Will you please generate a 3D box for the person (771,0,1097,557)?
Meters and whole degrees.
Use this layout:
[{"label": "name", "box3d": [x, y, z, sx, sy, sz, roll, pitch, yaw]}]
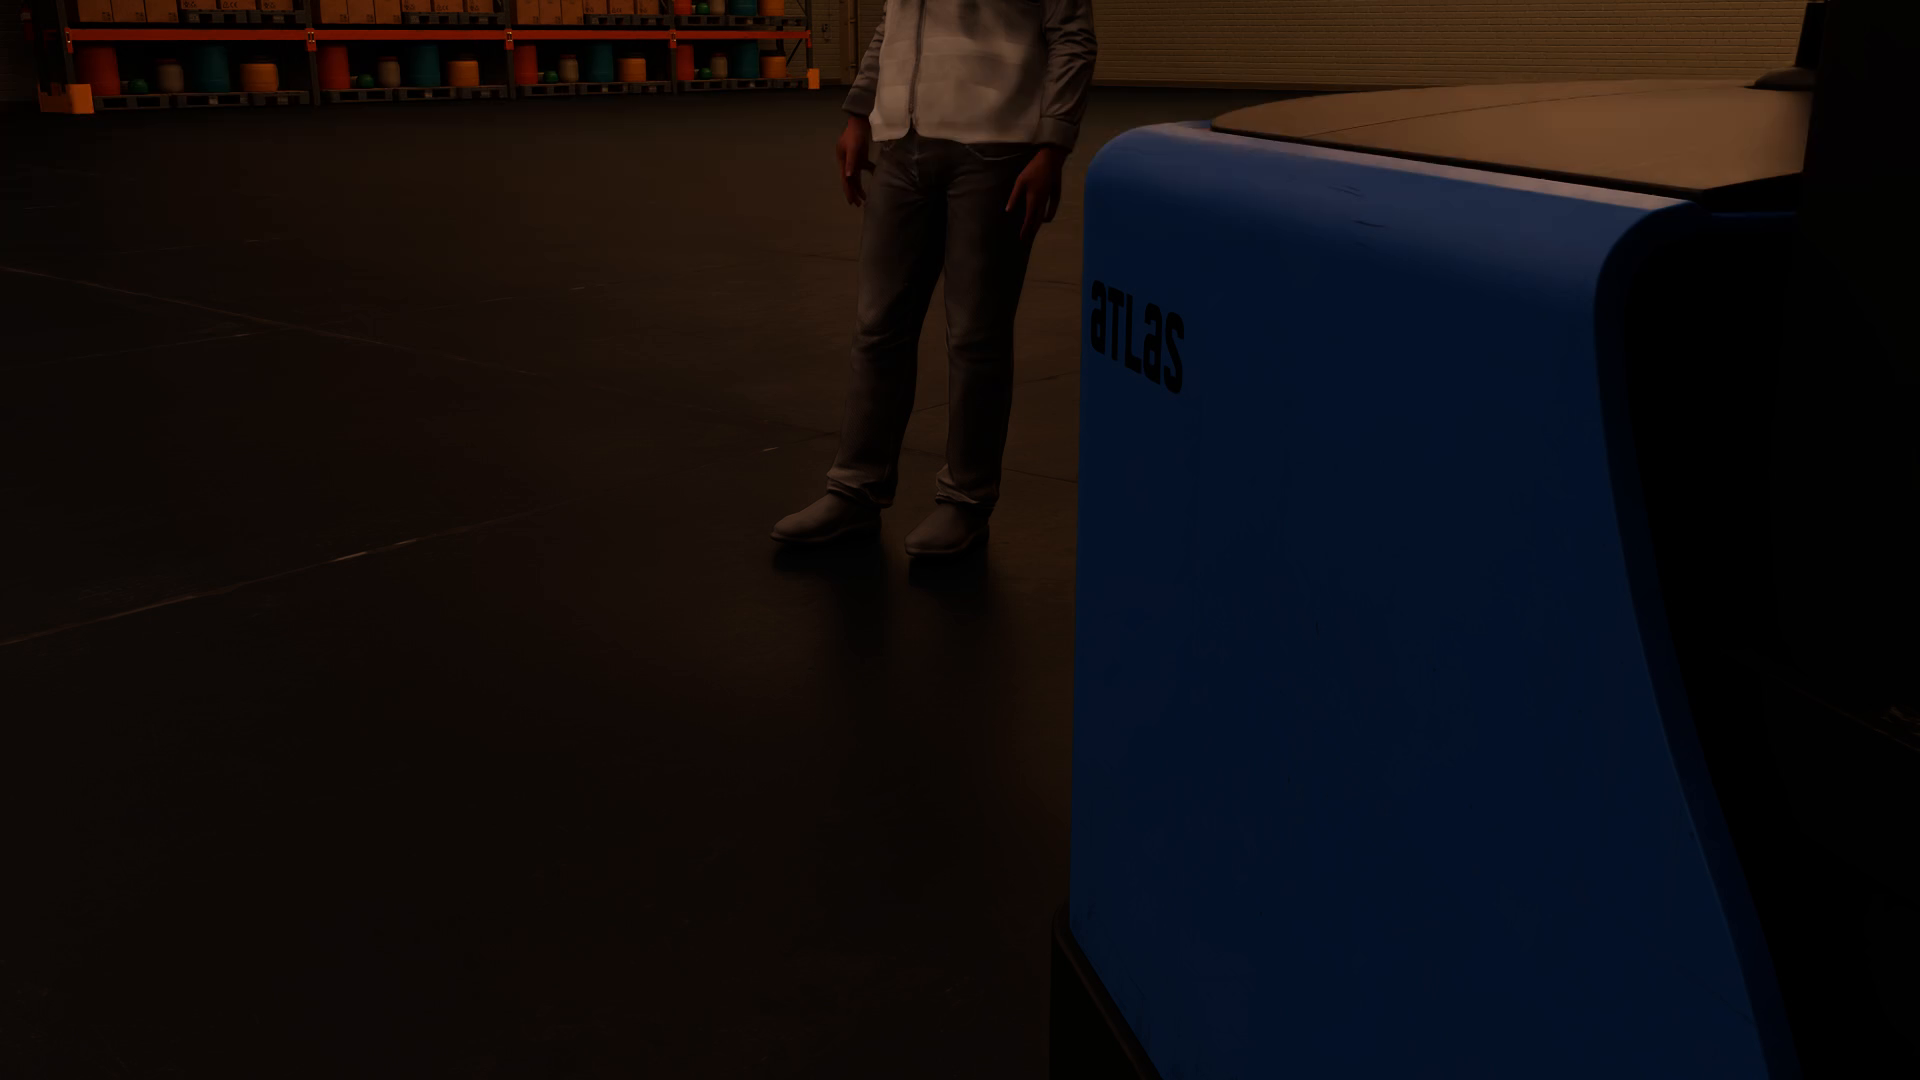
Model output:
[{"label": "person", "box3d": [-0.045, -0.844, 3.641, 0.633, 1.774, 0.568, 13, 21, 37]}]
